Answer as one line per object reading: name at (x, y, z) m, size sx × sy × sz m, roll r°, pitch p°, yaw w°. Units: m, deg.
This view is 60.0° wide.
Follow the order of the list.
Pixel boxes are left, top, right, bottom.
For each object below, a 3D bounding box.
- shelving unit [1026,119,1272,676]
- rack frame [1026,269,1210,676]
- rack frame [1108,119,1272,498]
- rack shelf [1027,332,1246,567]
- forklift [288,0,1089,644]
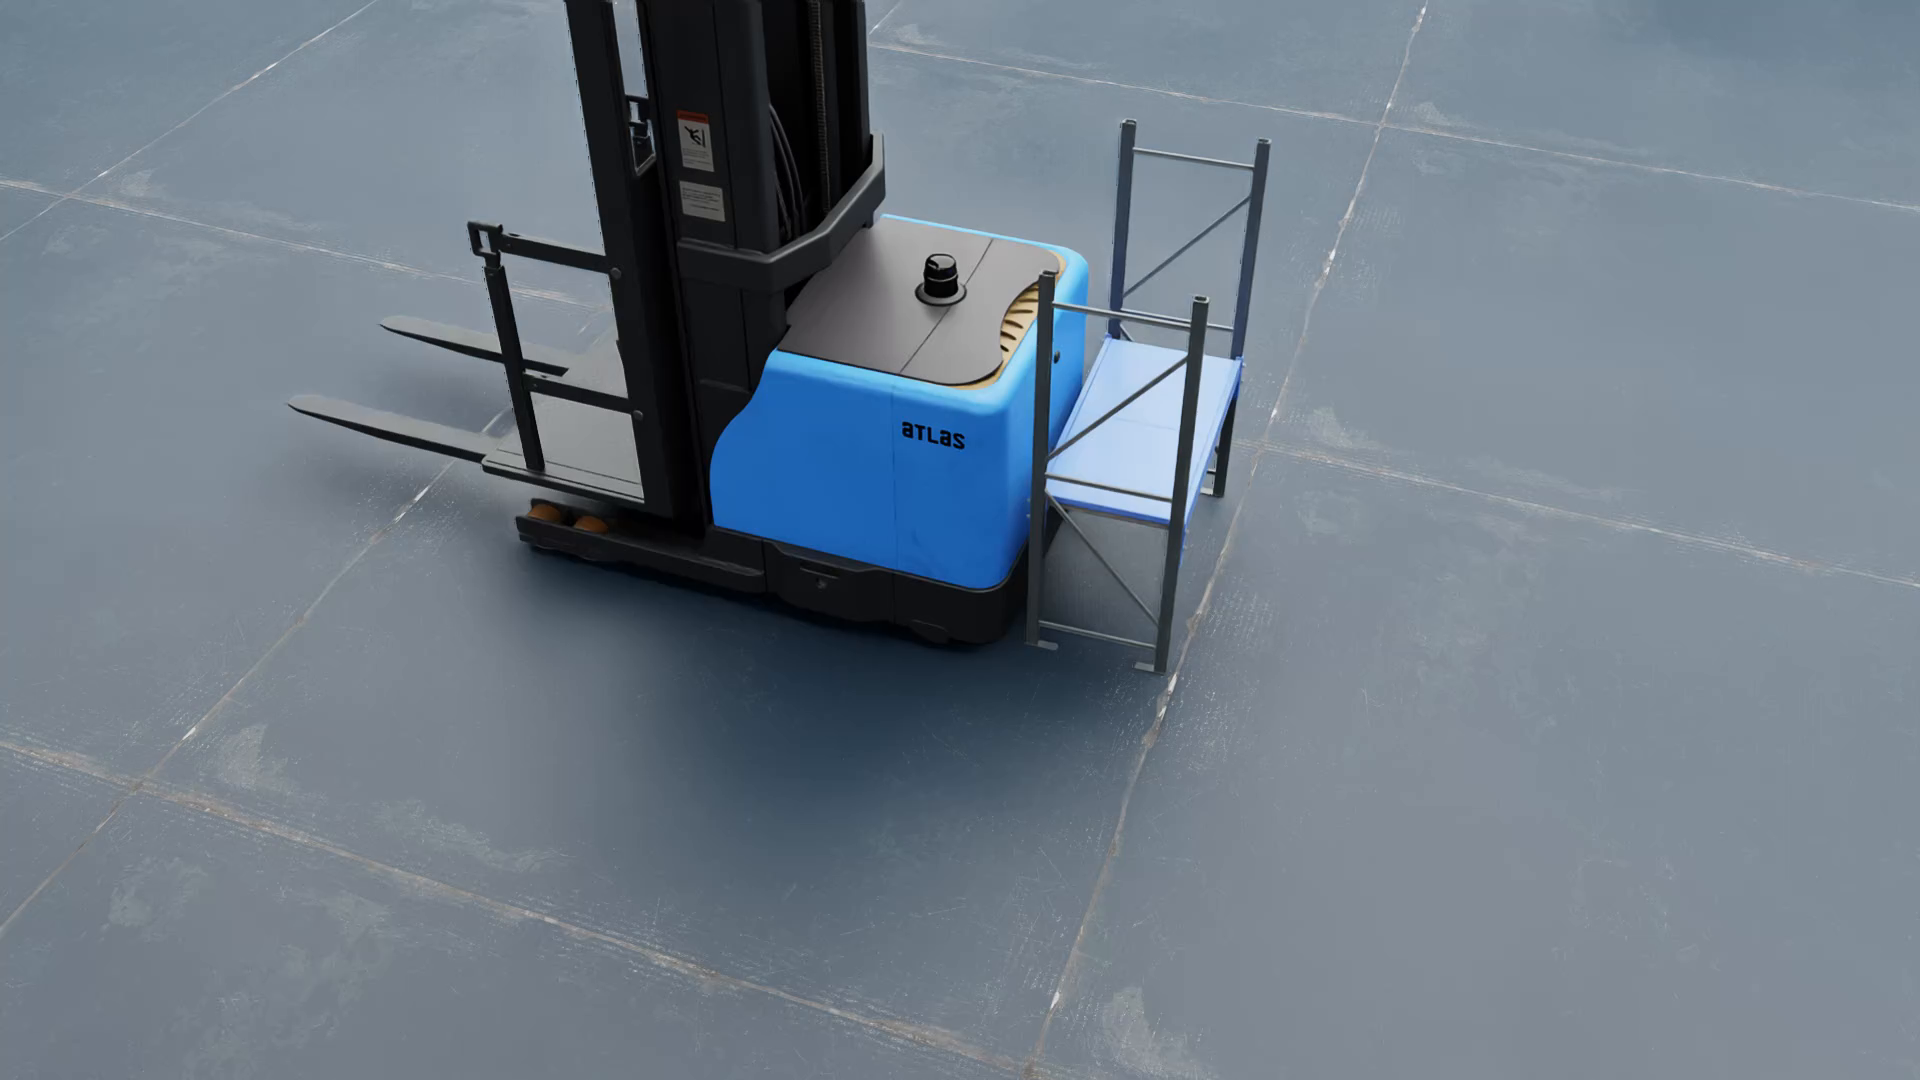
shelving unit at (0.629, -0.477, 5.653) m, size 0.538 × 1.500 × 1.048 m, roll 12°, pitch 42°, yaw 14°
rack frame at (0.472, -0.163, 5.286) m, size 0.500 × 1.500 × 0.032 m, roll 12°, pitch 42°, yaw 14°
rack frame at (0.787, -0.791, 6.021) m, size 0.500 × 1.500 × 0.032 m, roll 12°, pitch 42°, yaw 14°
rack shelf at (0.629, -0.340, 5.770) m, size 0.538 × 0.185 × 1.000 m, roll 12°, pitch 42°, yaw 14°
forklift at (-1.110, -1.344, 5.567) m, size 3.031 × 2.935 × 1.130 m, roll 13°, pitch 42°, yaw 15°
